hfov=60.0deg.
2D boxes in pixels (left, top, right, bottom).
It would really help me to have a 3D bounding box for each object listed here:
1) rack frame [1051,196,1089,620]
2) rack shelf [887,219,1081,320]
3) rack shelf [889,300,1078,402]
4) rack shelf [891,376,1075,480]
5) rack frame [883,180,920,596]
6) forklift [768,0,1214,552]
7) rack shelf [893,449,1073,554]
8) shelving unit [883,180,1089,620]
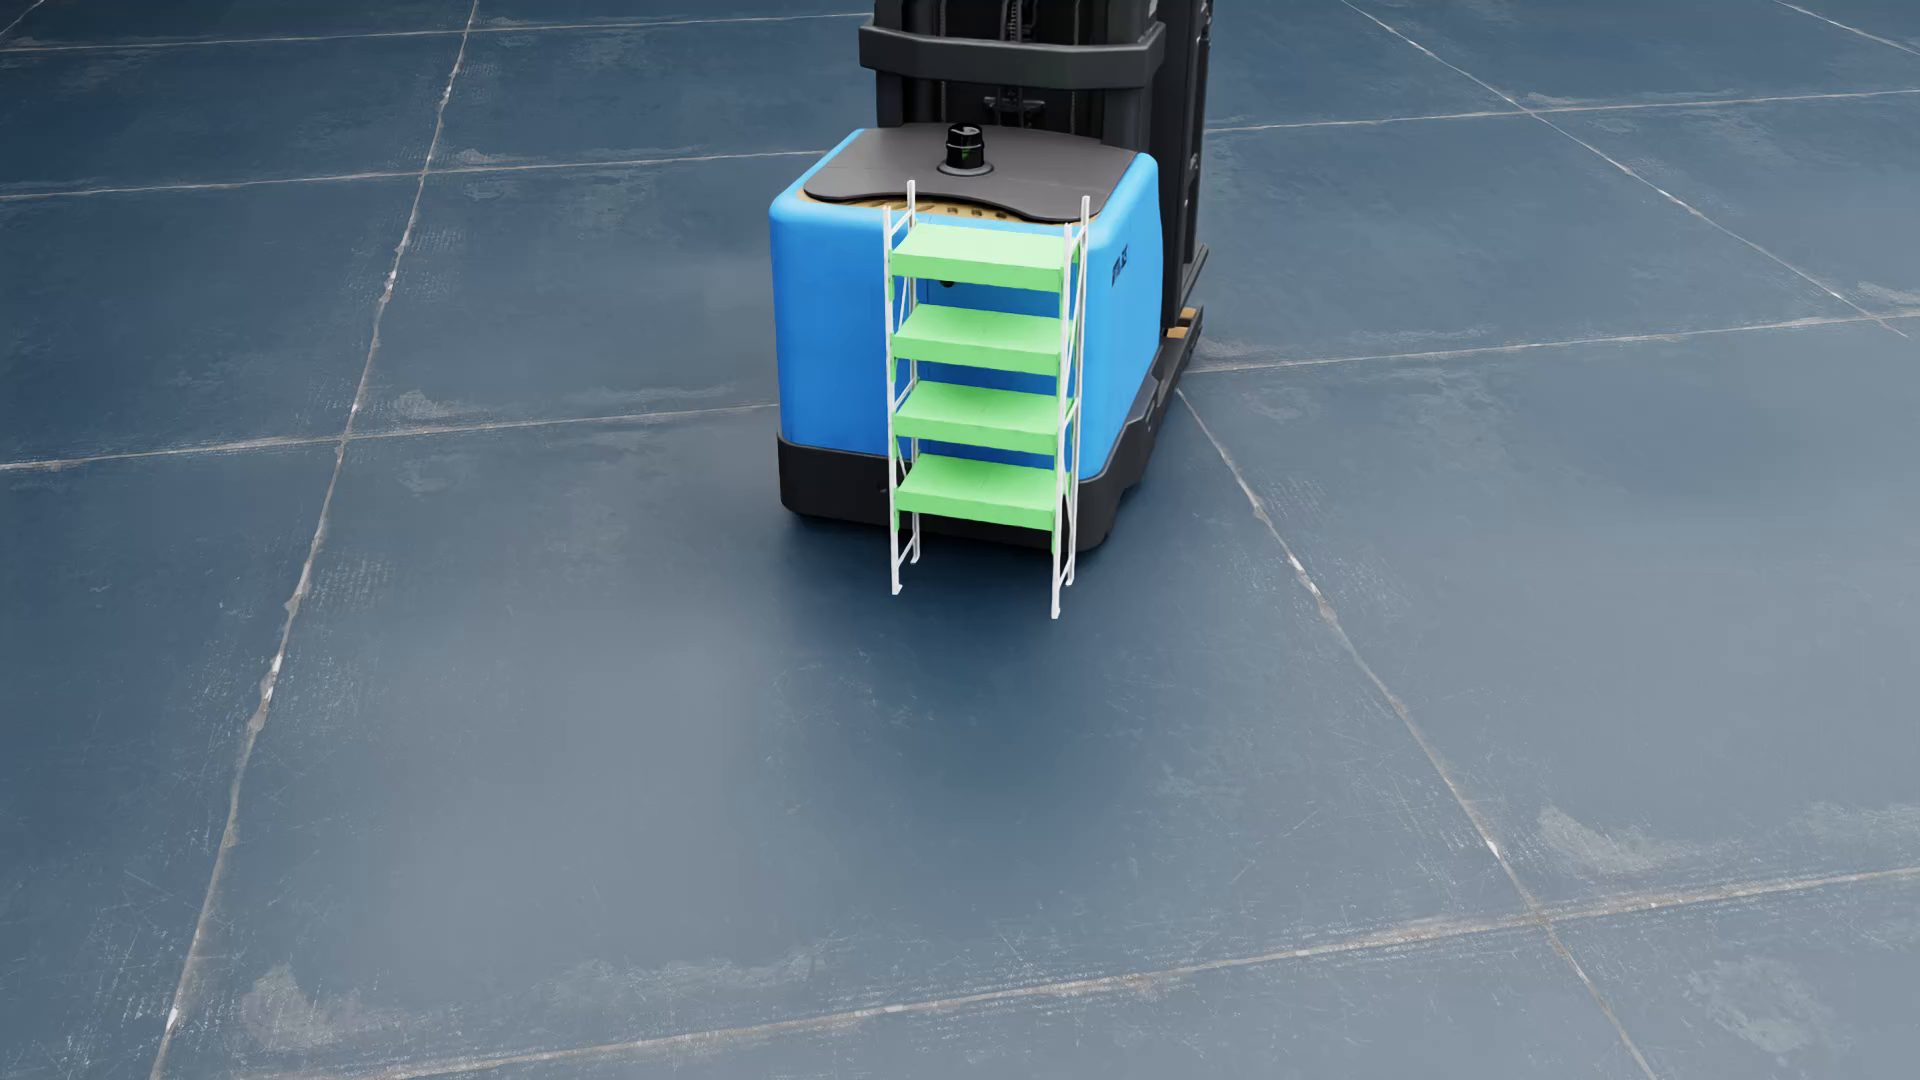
[{"bbox_3d":[0.307,-0.344,4.651,0.015,1.200,0.240,8,31,13],"label":"rack frame"},{"bbox_3d":[0.072,-0.736,4.497,0.480,0.148,0.258,8,31,13],"label":"rack shelf"},{"bbox_3d":[0.072,-0.529,4.618,0.480,0.148,0.258,8,31,13],"label":"rack shelf"},{"bbox_3d":[0.072,-0.322,4.740,0.480,0.148,0.258,8,31,13],"label":"rack shelf"},{"bbox_3d":[-0.163,-0.410,4.764,0.015,1.200,0.240,8,31,13],"label":"rack frame"},{"bbox_3d":[0.325,-1.961,5.694,1.130,2.935,3.031,8,31,14],"label":"forklift"},{"bbox_3d":[0.072,-0.115,4.862,0.480,0.148,0.258,8,31,13],"label":"rack shelf"},{"bbox_3d":[0.072,-0.377,4.708,0.503,1.200,0.258,8,31,13],"label":"shelving unit"}]
